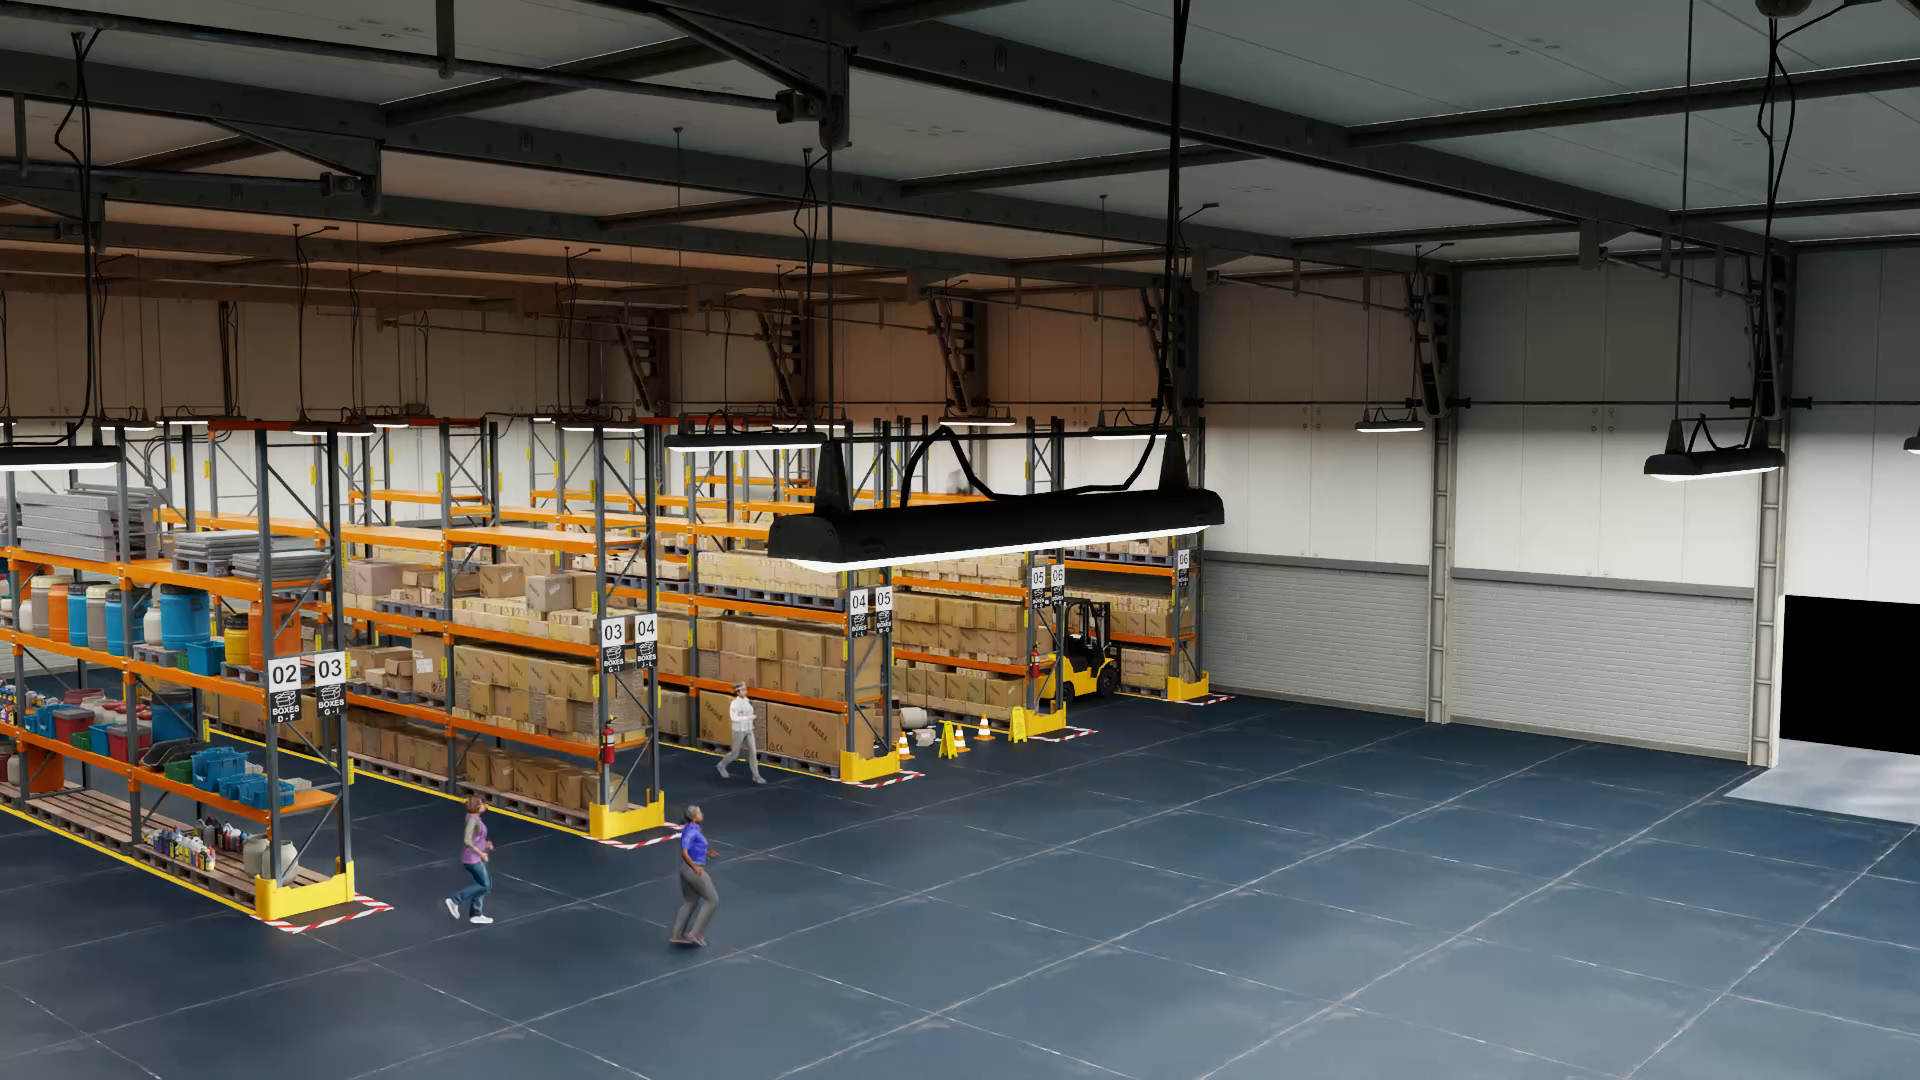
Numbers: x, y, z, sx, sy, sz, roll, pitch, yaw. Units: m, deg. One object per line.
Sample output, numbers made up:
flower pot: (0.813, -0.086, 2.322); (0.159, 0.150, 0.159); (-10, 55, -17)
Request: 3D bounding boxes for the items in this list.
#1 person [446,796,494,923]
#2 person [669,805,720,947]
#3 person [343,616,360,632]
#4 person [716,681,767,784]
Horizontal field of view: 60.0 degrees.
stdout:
person: (-5.948, 3.887, 20.179); (0.591, 1.577, 0.535); (-2, 5, -19)
person: (-3.075, 3.923, 19.355); (0.611, 1.700, 0.556); (-2, 5, -26)
person: (-14.415, 2.186, 39.479); (0.656, 1.749, 0.704); (2, 5, 19)
person: (-3.619, 3.173, 27.585); (0.938, 1.680, 0.610); (3, 6, 32)
